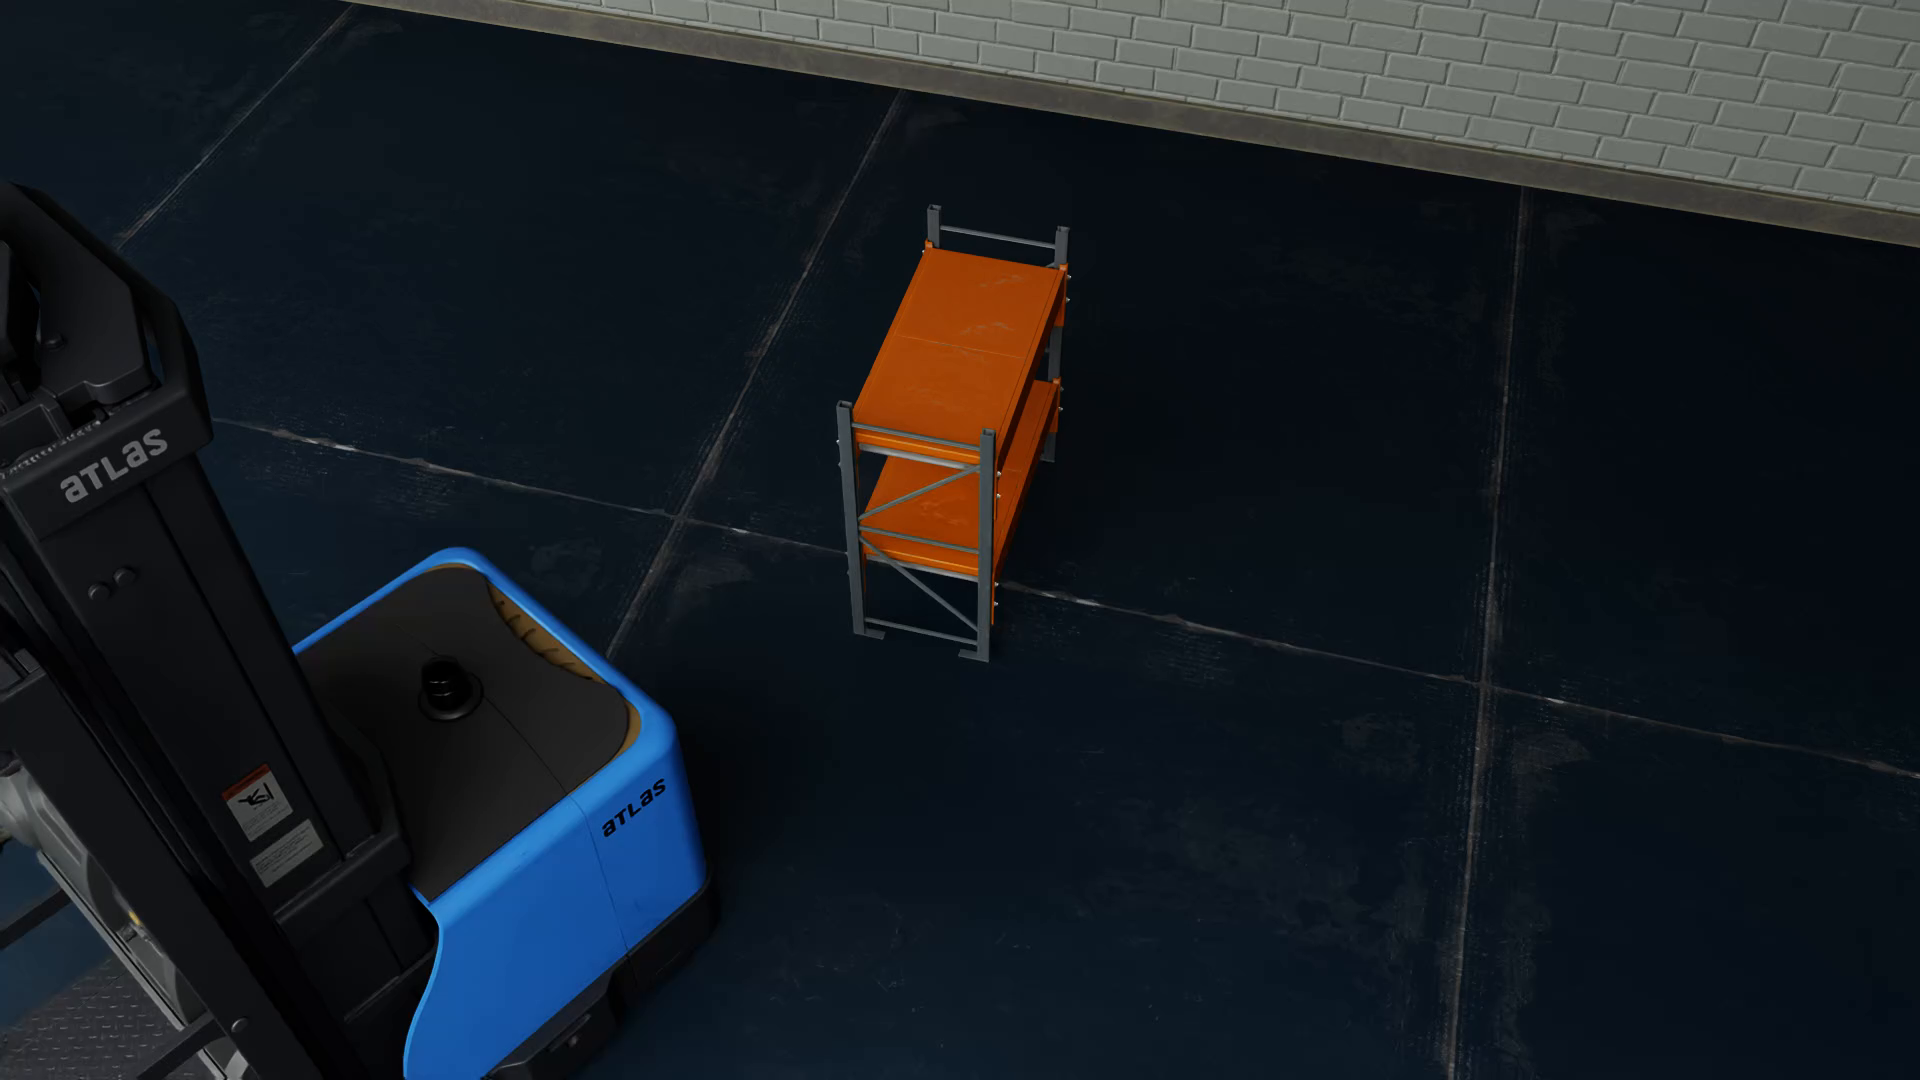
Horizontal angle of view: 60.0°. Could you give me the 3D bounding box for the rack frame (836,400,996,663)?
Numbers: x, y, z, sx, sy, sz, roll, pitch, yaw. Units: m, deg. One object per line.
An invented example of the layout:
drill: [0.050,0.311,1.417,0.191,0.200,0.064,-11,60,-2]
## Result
rack frame: [-0.136,0.000,5.499,0.500,1.125,0.032,12,50,10]

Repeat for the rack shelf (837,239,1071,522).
rack shelf: [-0.002,-0.561,5.605,0.538,0.278,1.000,12,50,10]

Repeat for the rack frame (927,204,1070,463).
rack frame: [0.132,-0.735,6.148,0.500,1.125,0.032,12,50,10]

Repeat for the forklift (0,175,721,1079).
forklift: [-2.109,0.790,3.598,1.130,2.935,3.031,35,57,27]

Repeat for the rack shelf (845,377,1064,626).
rack shelf: [-0.002,-0.206,6.007,0.538,0.278,1.000,12,50,10]

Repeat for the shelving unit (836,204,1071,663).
shelving unit: [-0.002,-0.367,5.824,0.538,1.125,1.048,12,50,10]
